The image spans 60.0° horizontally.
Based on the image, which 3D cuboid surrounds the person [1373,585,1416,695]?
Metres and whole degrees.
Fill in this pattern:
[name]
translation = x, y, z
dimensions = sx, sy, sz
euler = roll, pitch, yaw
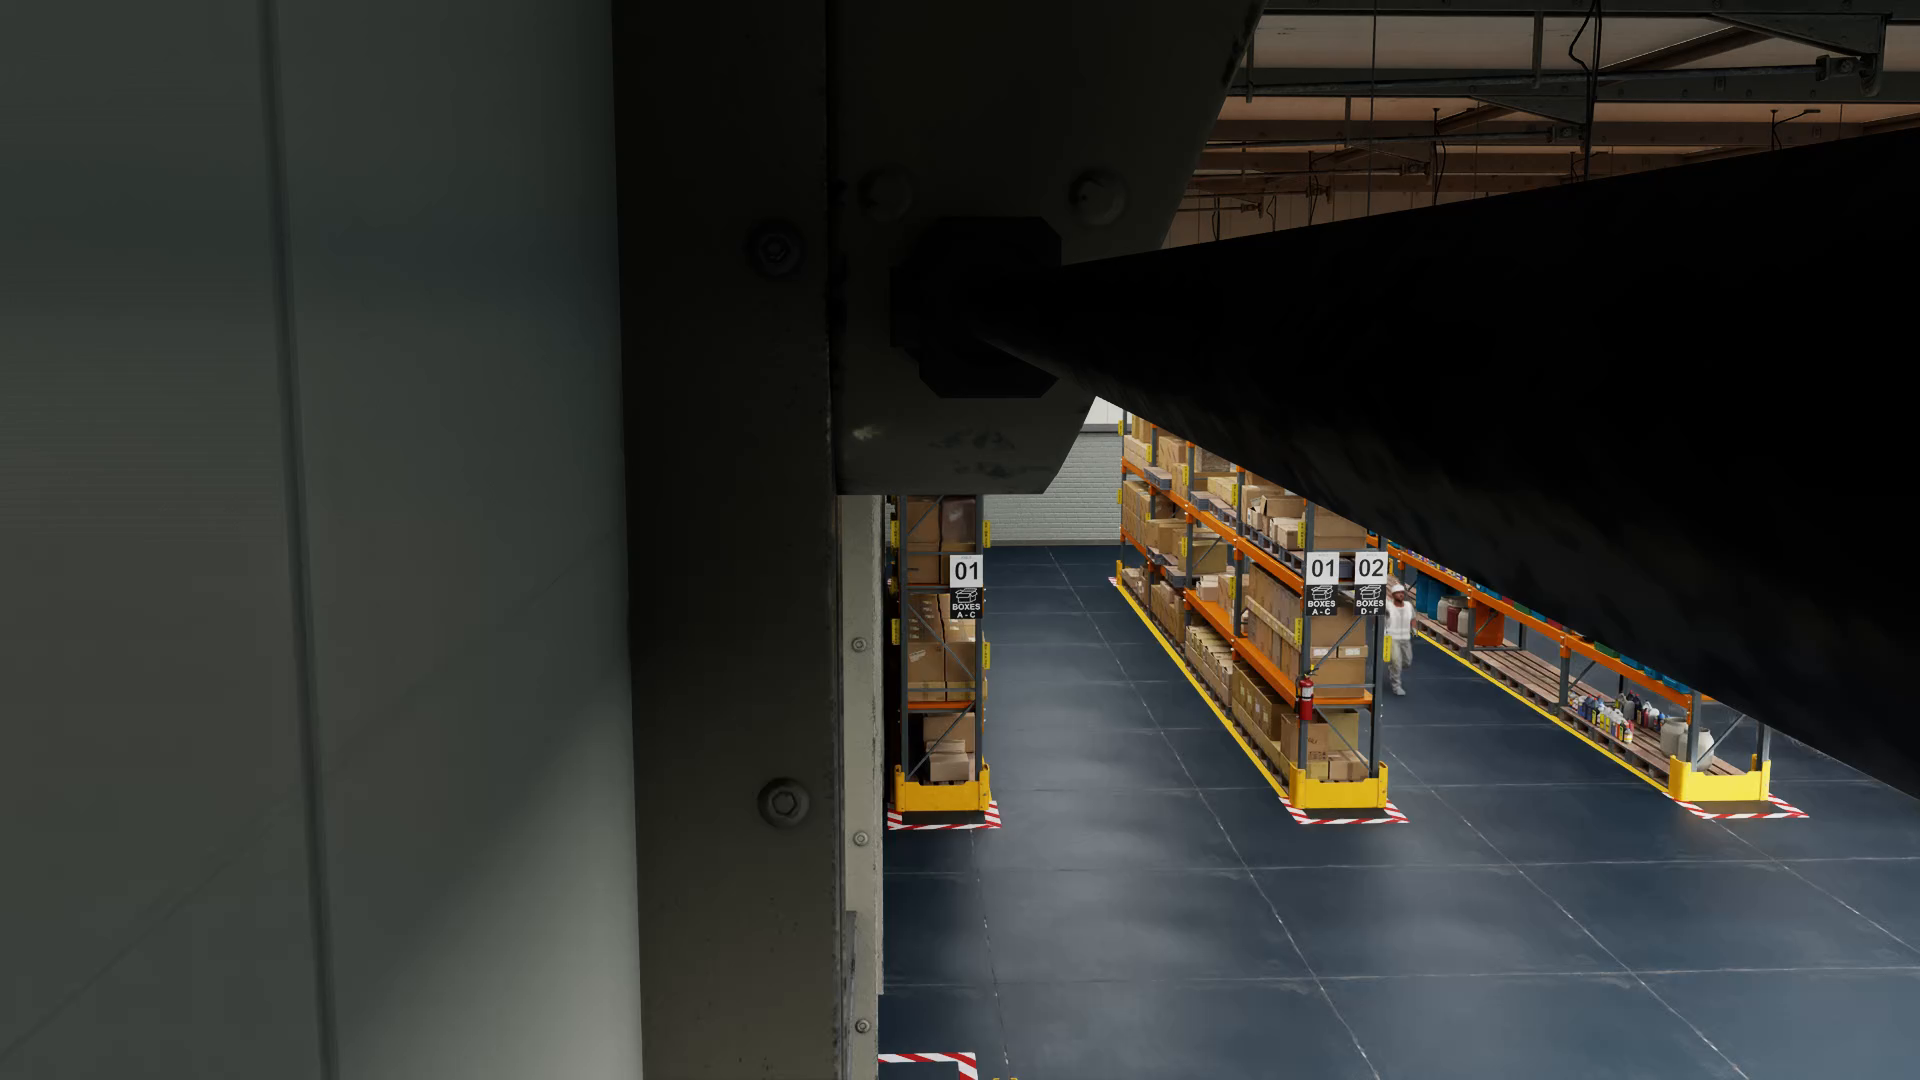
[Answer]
[person]
translation = 6.959, 1.570, 26.532
dimensions = 0.689, 1.740, 0.747
euler = -2, 9, -11
